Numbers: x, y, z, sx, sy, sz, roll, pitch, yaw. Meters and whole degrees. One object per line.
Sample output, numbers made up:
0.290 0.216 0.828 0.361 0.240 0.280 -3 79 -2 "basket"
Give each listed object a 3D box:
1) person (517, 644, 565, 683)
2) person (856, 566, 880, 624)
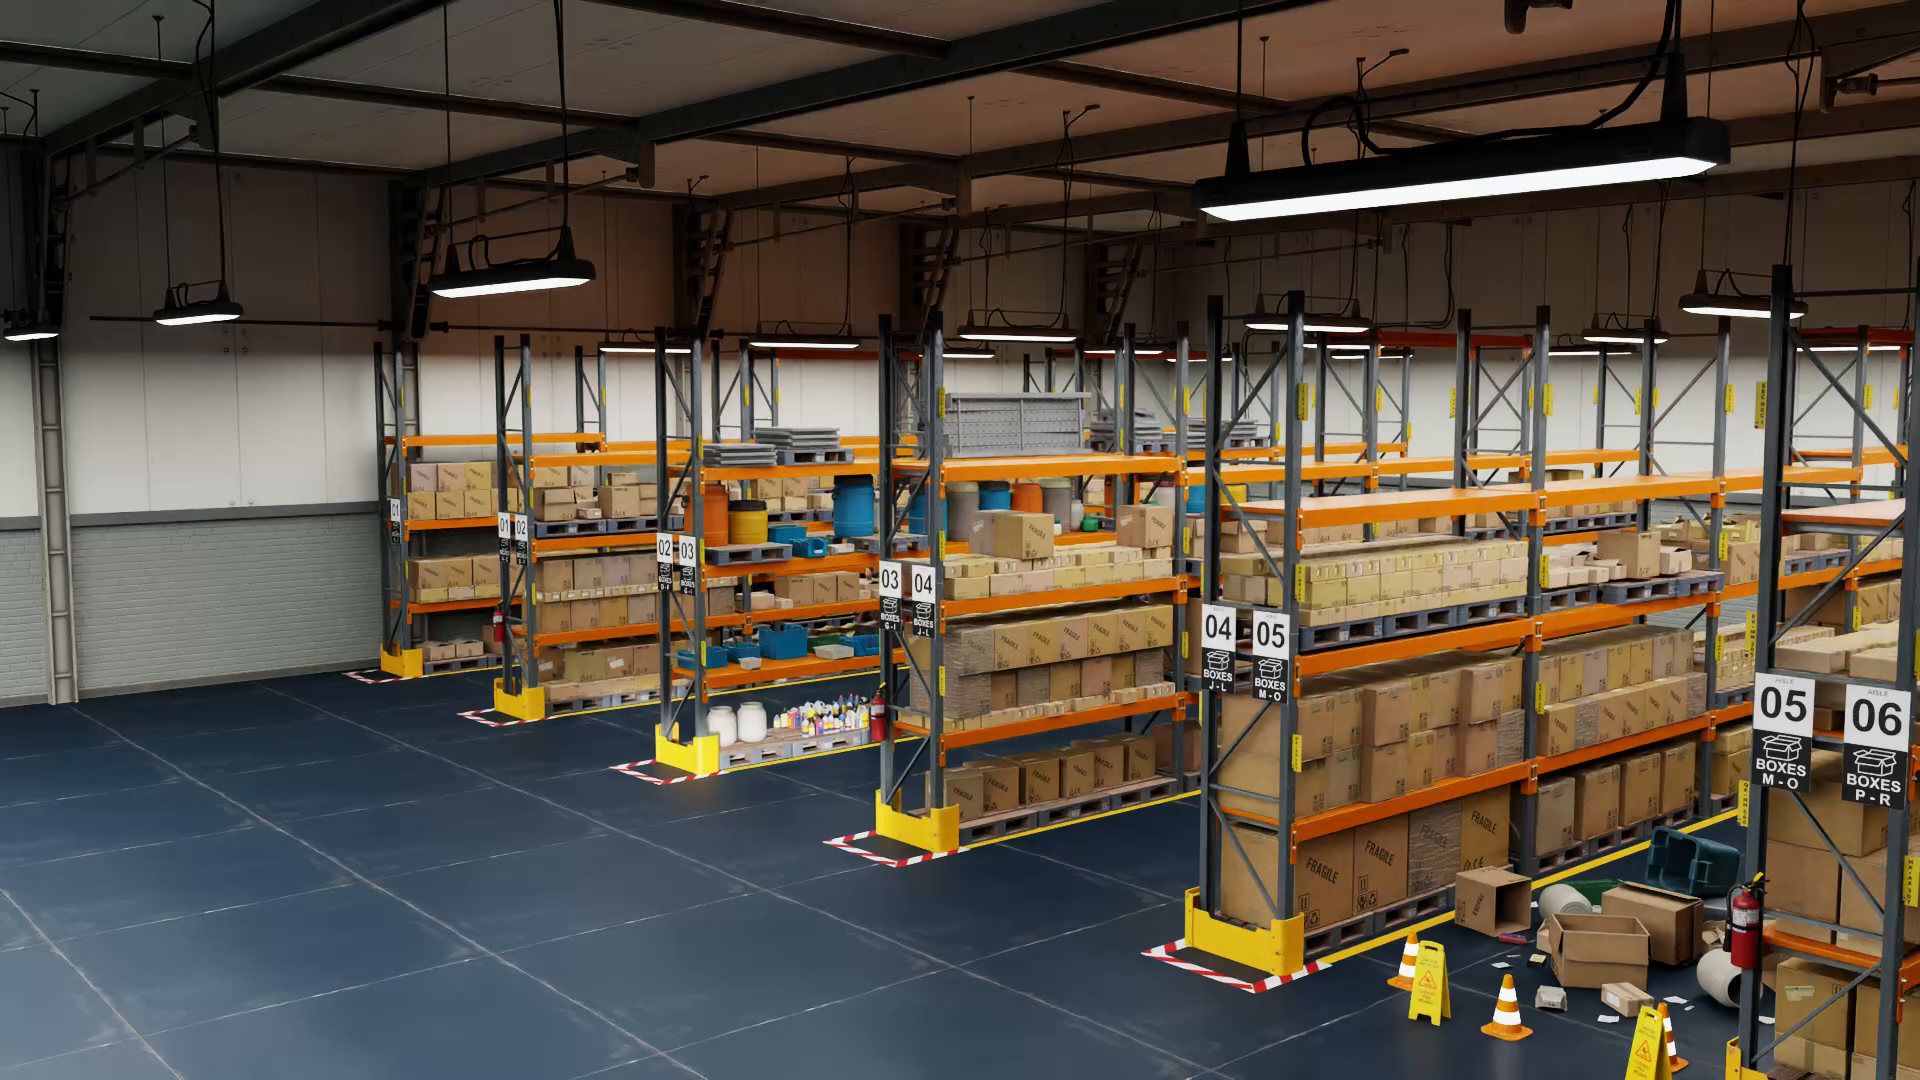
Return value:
-7.296 1.628 29.146 0.591 1.705 1.033 1 5 16 "person"
-1.841 1.322 33.211 1.064 1.603 0.546 -4 7 -39 "person"
